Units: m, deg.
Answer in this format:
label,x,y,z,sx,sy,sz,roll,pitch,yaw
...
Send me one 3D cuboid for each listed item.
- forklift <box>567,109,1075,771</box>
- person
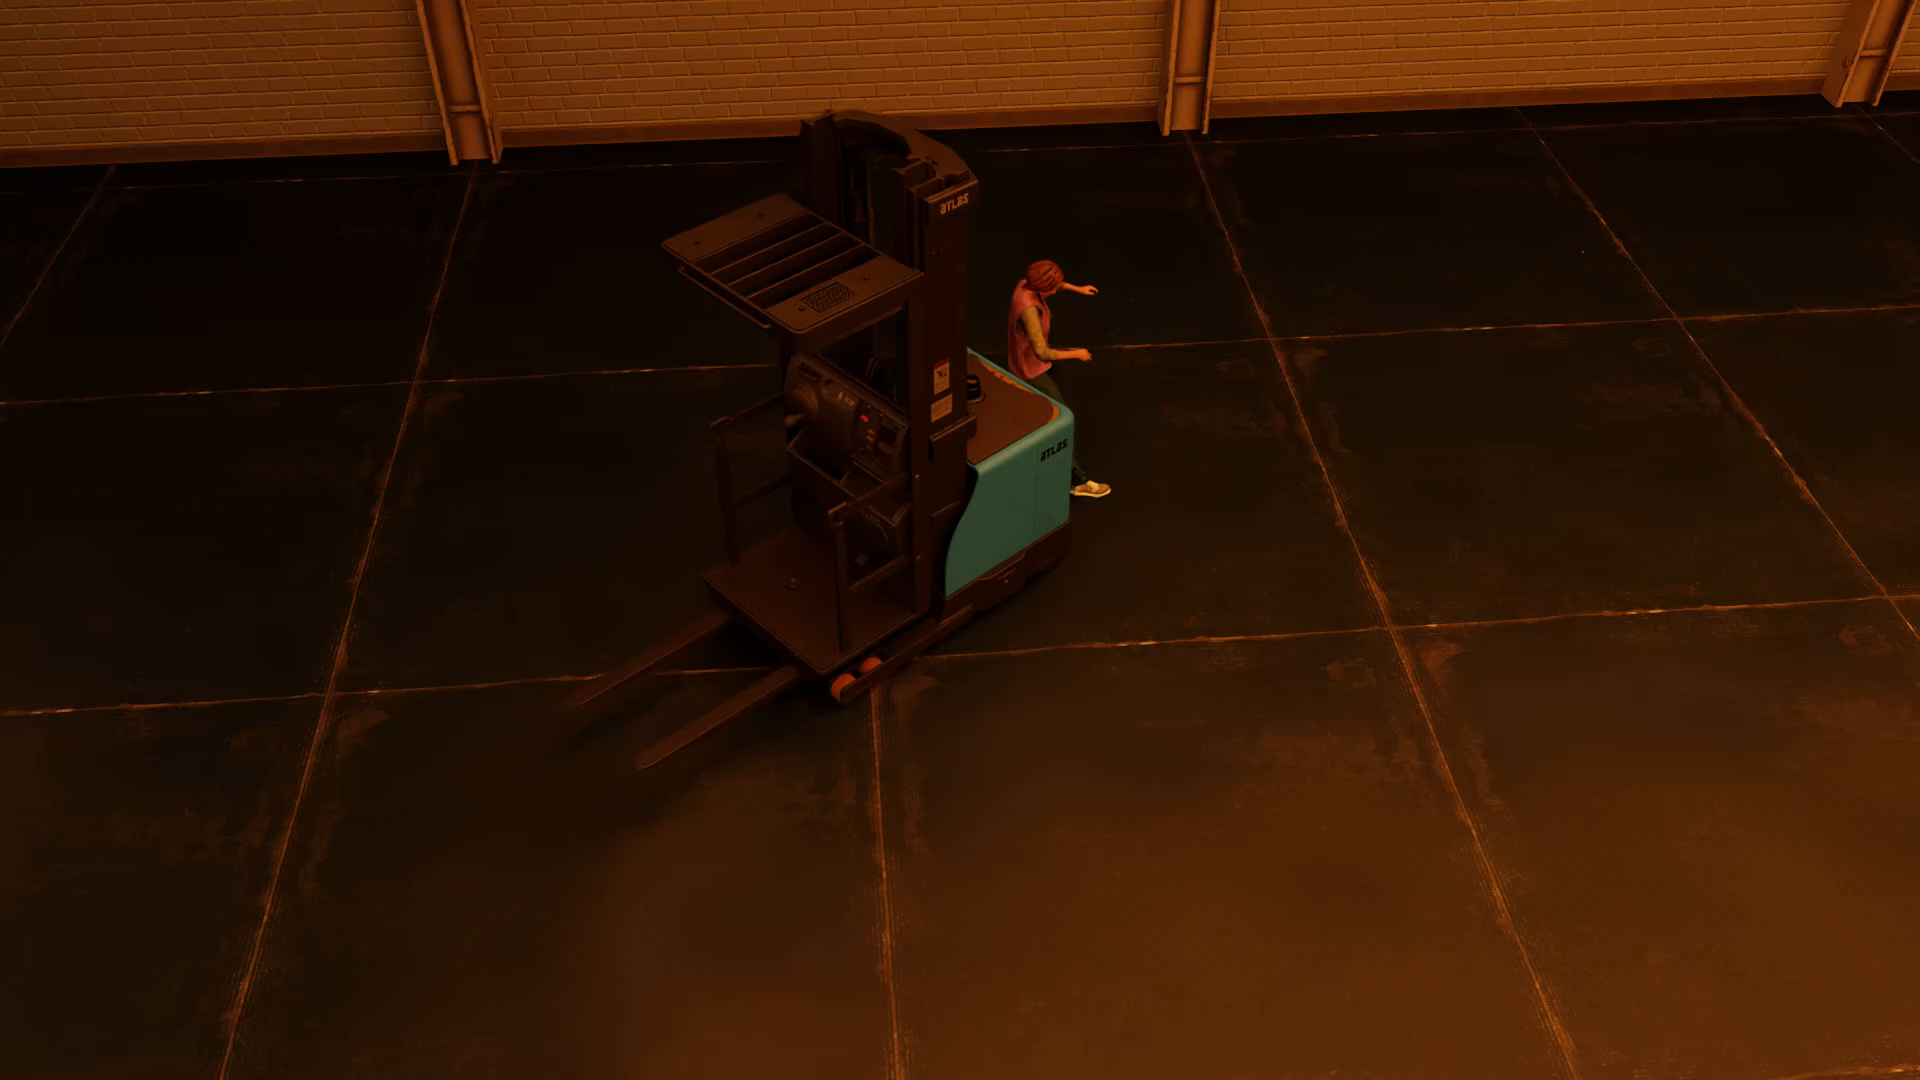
label,x,y,z,sx,sy,sz,roll,pitch,yaw
forklift,-0.758,-0.599,8.638,3.031,2.935,1.130,-31,49,-31
person,0.582,-1.163,10.477,0.761,1.410,1.122,0,41,1
